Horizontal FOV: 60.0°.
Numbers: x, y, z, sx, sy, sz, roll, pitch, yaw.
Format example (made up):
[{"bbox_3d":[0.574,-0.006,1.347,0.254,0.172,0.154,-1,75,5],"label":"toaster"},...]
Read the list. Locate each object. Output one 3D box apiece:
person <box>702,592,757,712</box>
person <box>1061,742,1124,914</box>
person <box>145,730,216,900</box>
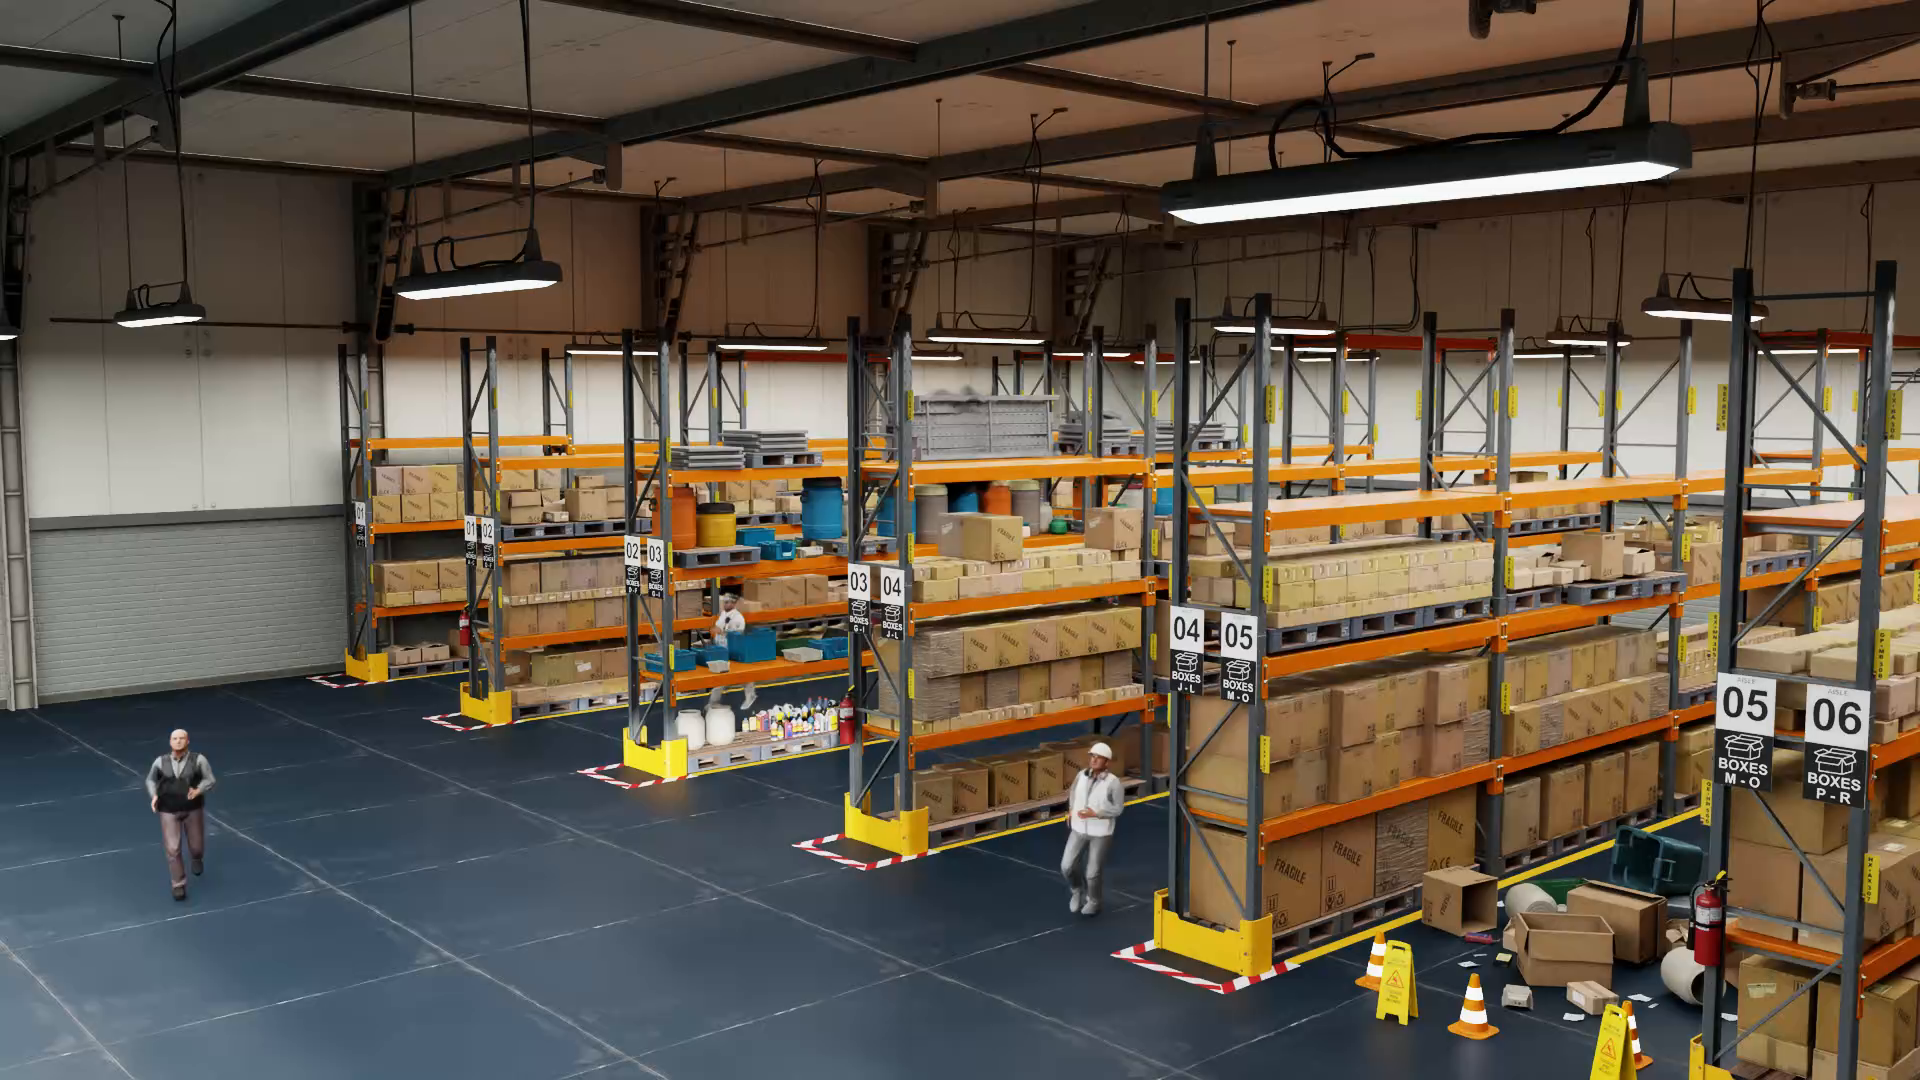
[{"bbox_3d":[-3.533,1.699,25.373,0.656,1.816,0.876,5,7,45],"label":"person"},{"bbox_3d":[1.292,2.845,16.284,0.640,1.729,0.618,2,6,25],"label":"person"},{"bbox_3d":[-8.028,2.791,17.141,0.668,1.689,0.803,-2,5,-21],"label":"person"}]
